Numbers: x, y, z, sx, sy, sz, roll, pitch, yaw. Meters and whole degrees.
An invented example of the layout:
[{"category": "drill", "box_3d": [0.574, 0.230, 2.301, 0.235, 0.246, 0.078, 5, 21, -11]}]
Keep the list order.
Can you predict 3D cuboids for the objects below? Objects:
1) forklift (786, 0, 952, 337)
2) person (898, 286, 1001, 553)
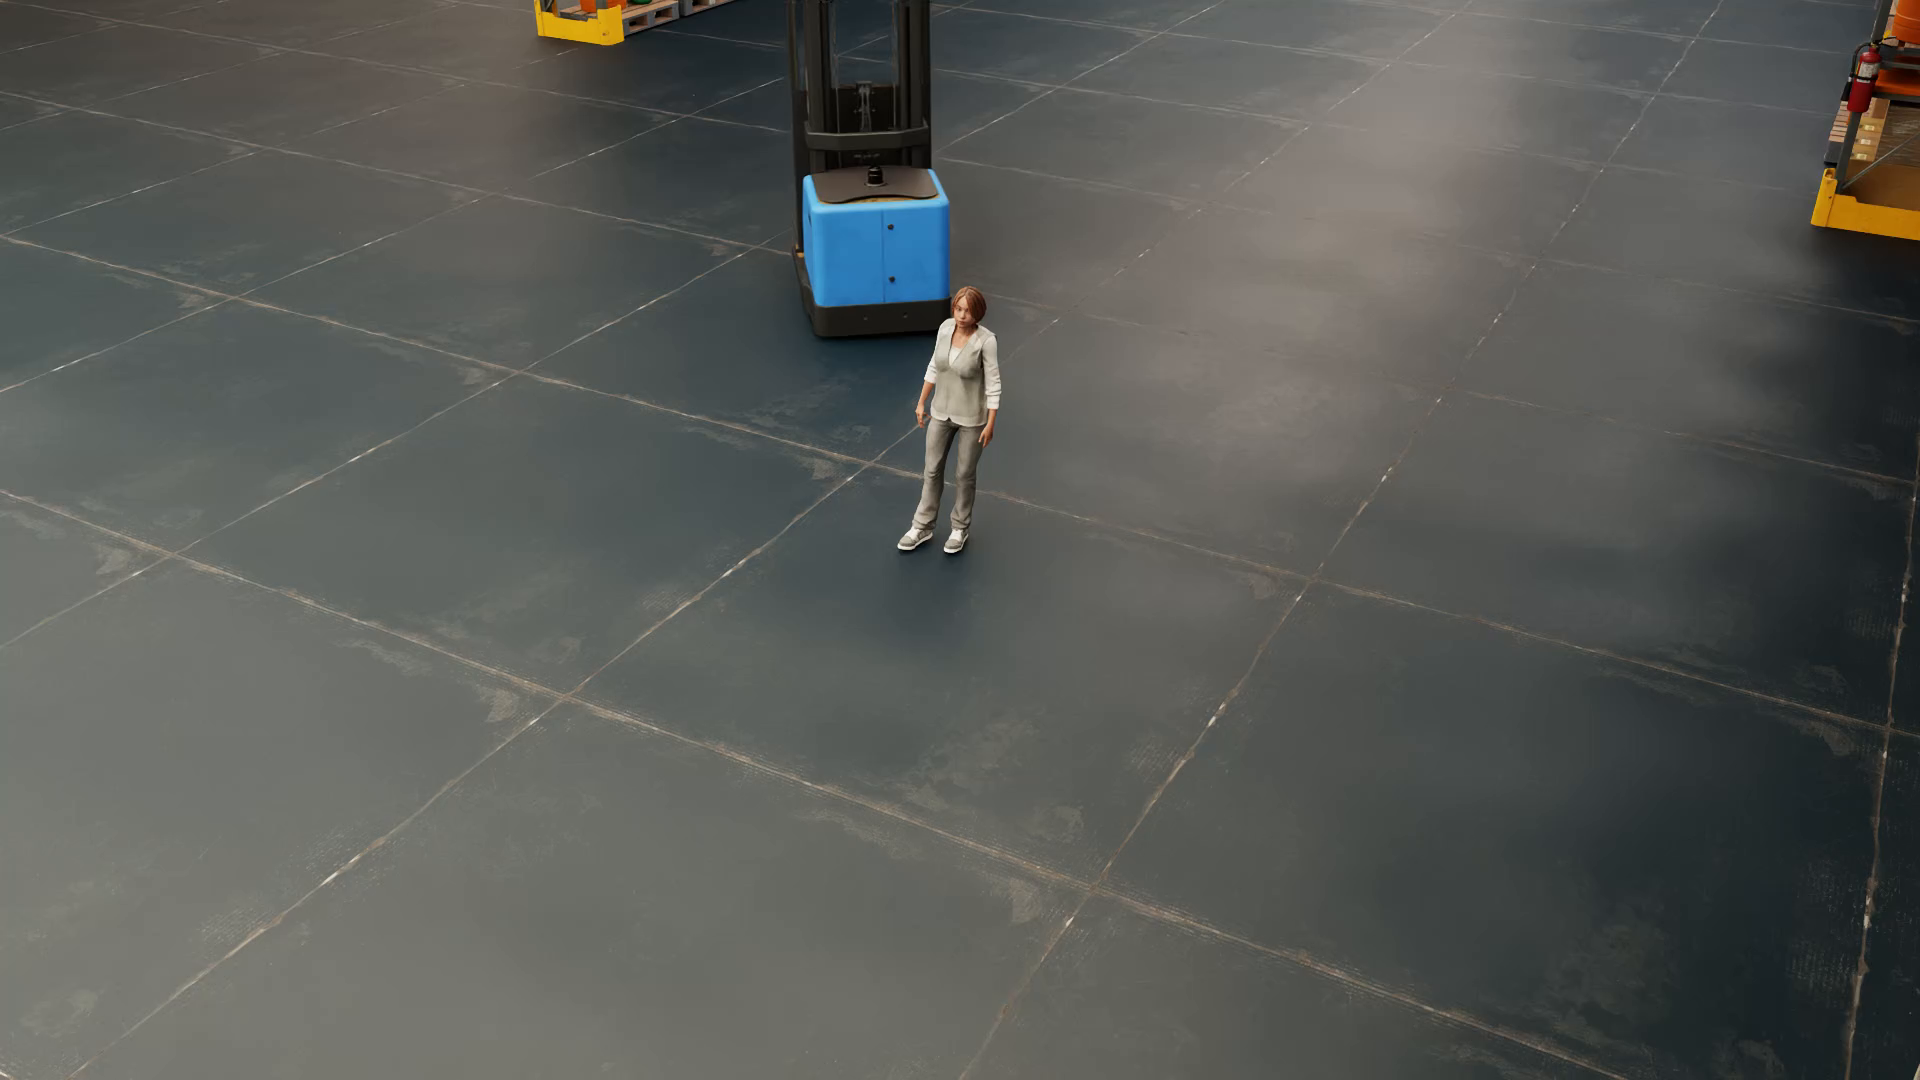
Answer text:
[{"category": "forklift", "box_3d": [-0.812, -3.515, 13.162, 1.130, 2.935, 3.031, -5, 30, -8]}, {"category": "person", "box_3d": [-0.049, -0.669, 9.549, 0.520, 1.599, 0.473, 15, 33, 25]}]
